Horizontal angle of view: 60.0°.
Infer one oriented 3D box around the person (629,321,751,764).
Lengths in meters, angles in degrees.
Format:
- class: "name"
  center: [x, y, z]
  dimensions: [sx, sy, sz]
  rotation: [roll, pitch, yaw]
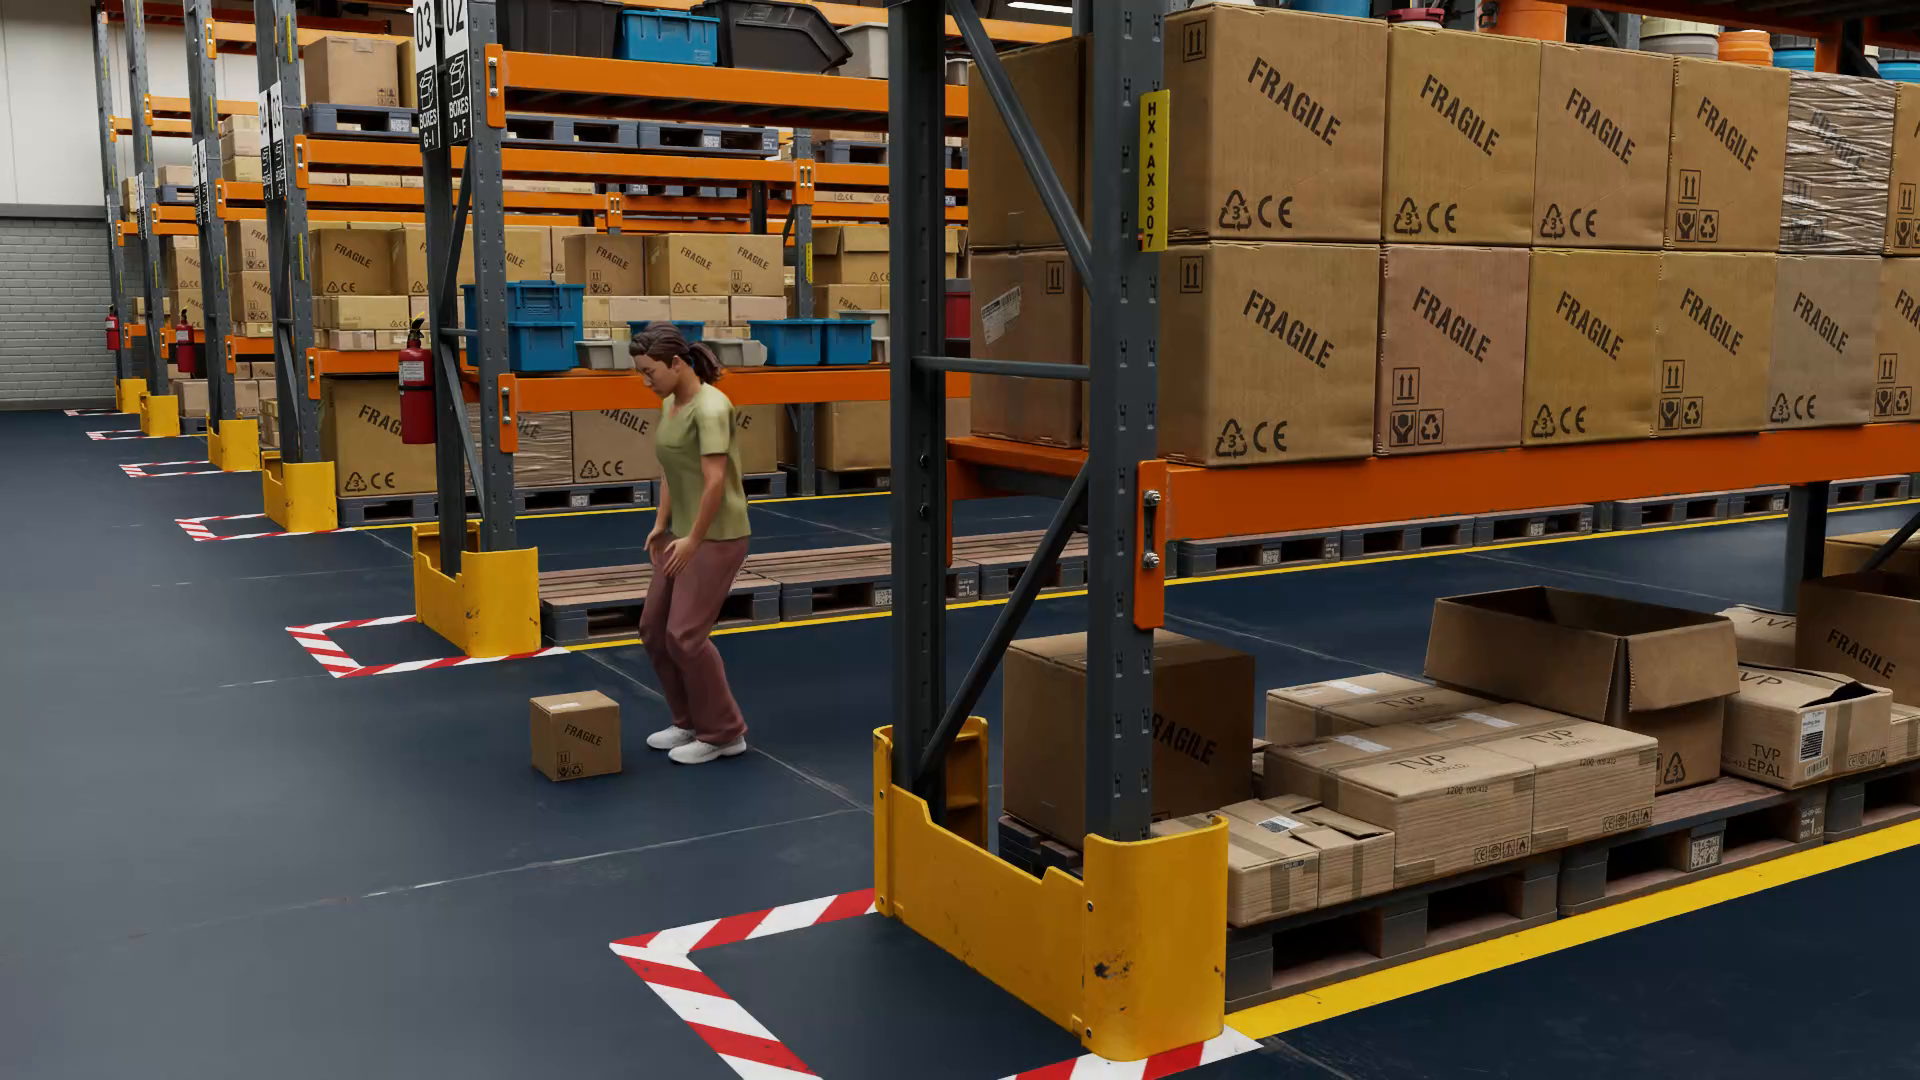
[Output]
- class: "person"
  center: [-0.980, 0.006, 6.081]
  dimensions: [0.426, 1.603, 0.478]
  rotation: [-5, 9, -29]
